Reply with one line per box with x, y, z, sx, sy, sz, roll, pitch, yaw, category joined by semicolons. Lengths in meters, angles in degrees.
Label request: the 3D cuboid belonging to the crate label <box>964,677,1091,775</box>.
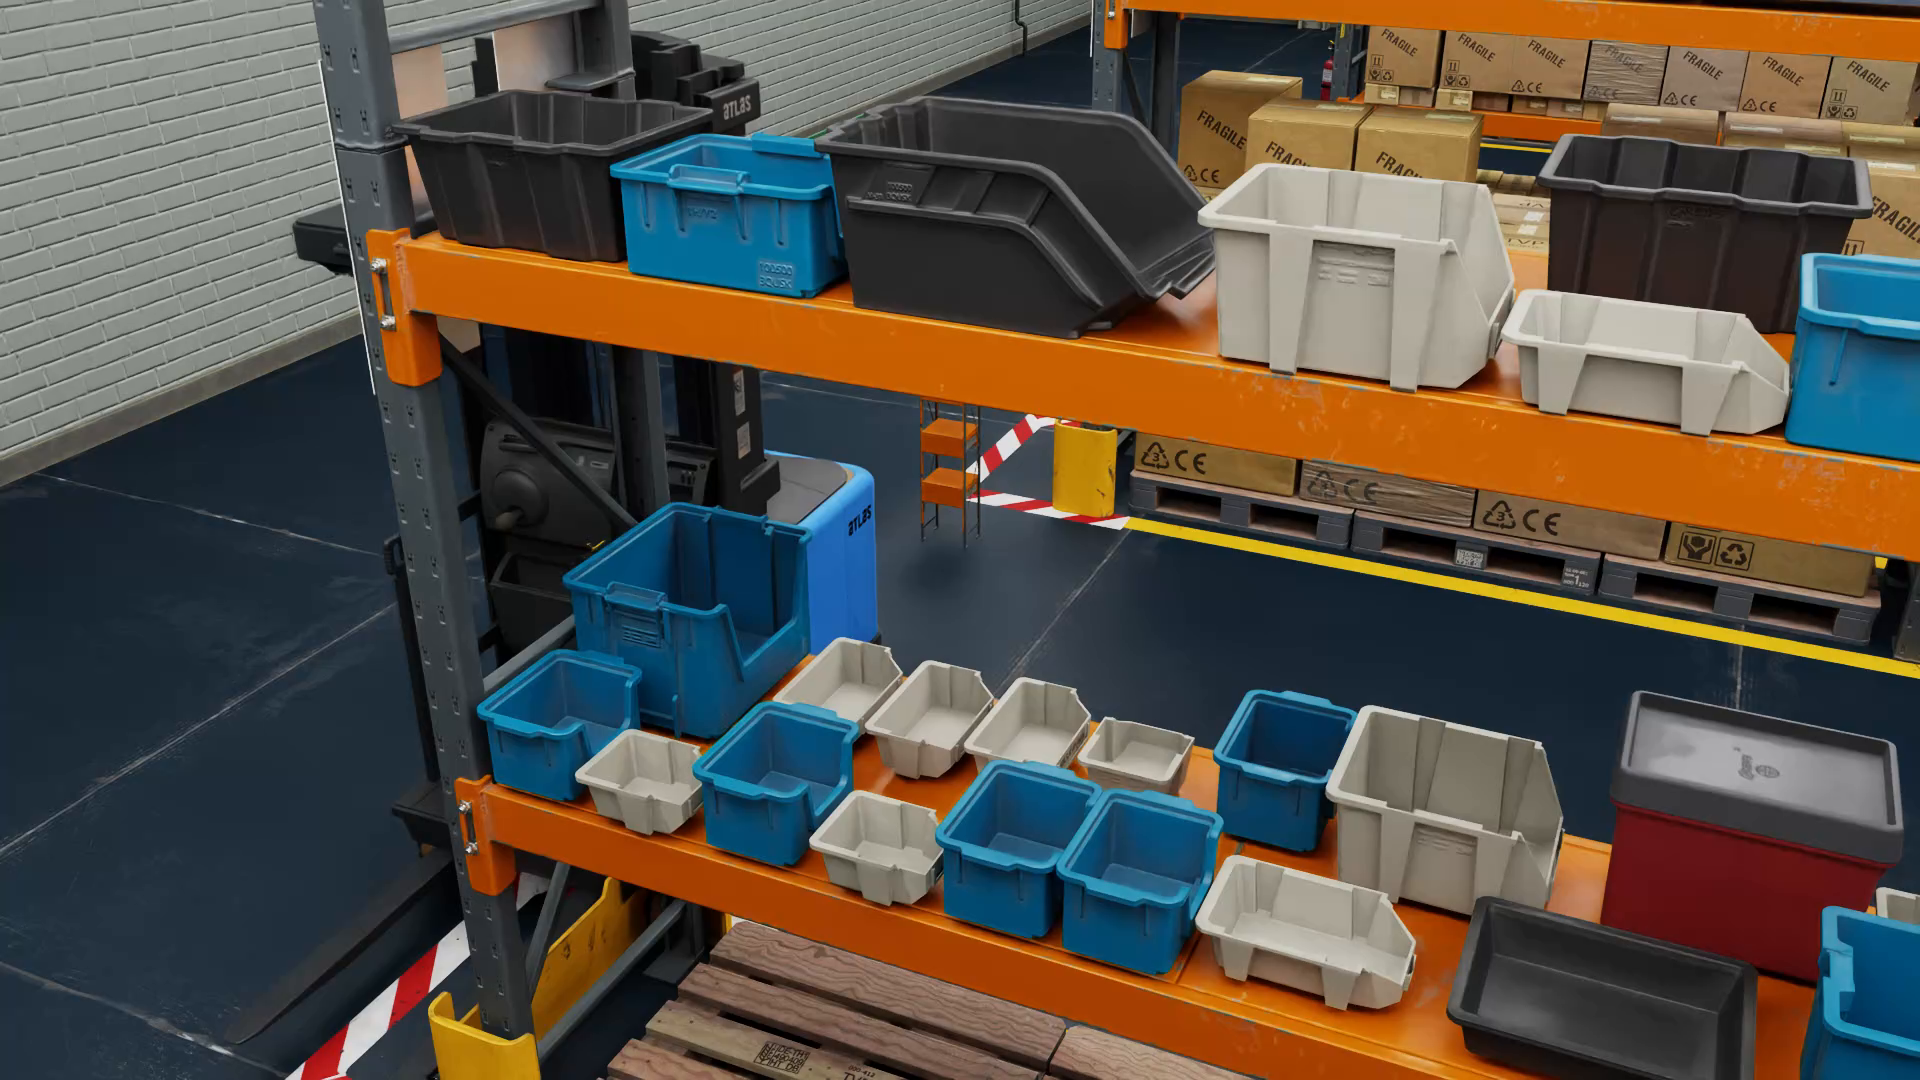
0.194;0.543;4.481;0.243;0.136;0.396;11;28;22;crate label

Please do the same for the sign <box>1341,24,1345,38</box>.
2.826;-3.862;12.218;0.005;0.325;0.100;11;28;22;sign

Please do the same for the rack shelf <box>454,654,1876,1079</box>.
0.676;0.964;4.210;4.000;0.370;1.077;11;28;22;rack shelf

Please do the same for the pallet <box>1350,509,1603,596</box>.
2.772;-0.126;8.768;1.213;0.211;1.003;11;28;22;pallet

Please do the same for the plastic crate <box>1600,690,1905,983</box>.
1.787;0.687;3.818;0.583;0.464;0.402;11;28;22;plastic crate

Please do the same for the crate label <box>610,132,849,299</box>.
-0.439;-0.705;3.558;0.502;0.251;0.408;11;28;22;crate label

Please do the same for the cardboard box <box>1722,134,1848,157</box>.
3.563;-1.457;7.297;0.500;0.500;0.500;12;29;22;cardboard box

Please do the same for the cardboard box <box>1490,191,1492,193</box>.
3.864;-2.536;12.584;0.250;0.149;0.380;11;28;22;cardboard box

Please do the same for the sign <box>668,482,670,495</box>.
-0.932;-0.022;5.213;0.005;0.325;0.100;11;28;22;sign

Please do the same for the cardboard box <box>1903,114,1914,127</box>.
6.335;-2.806;11.337;0.250;0.149;0.380;11;28;21;cardboard box

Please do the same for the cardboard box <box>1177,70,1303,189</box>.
1.458;-2.135;8.675;0.500;0.500;0.500;12;29;22;cardboard box

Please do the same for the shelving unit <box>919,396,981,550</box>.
-0.049;-0.481;8.538;0.252;1.050;0.215;11;28;22;shelving unit

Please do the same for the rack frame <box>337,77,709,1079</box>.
-1.145;0.276;4.794;0.127;3.000;1.000;11;28;22;rack frame

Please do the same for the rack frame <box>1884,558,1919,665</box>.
4.547;-0.984;7.354;0.127;3.000;1.000;11;28;22;rack frame

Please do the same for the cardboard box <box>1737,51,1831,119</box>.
5.662;-3.209;11.422;0.500;0.500;0.500;11;28;20;cardboard box

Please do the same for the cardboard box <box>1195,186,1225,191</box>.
1.456;-1.800;8.843;0.500;0.250;0.500;11;28;21;cardboard box

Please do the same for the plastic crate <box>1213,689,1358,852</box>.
0.831;0.596;4.265;0.300;0.233;0.416;11;28;22;plastic crate

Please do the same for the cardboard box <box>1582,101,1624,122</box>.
4.651;-3.123;11.982;0.250;0.149;0.380;12;29;24;cardboard box

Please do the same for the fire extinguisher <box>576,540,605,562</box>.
-1.094;0.267;5.321;0.183;0.674;0.296;11;28;22;fire extinguisher

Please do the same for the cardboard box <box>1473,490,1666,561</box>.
3.160;-0.537;8.375;0.875;0.875;0.875;11;28;22;cardboard box

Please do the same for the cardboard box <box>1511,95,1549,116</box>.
4.211;-3.236;12.210;0.250;0.149;0.380;11;28;21;cardboard box

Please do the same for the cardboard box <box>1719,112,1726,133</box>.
5.353;-2.977;11.684;0.250;0.149;0.380;10;28;20;cardboard box

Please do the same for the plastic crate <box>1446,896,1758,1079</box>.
1.366;1.007;3.552;0.590;0.125;0.437;11;28;22;plastic crate

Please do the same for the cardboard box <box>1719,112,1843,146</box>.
3.771;-1.671;7.731;0.500;0.500;0.500;11;28;22;cardboard box

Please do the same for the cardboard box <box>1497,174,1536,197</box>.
4.340;-2.735;12.988;0.250;0.149;0.380;10;28;20;cardboard box

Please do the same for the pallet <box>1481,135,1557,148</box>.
5.768;-4.335;17.315;1.213;0.211;1.003;11;28;22;pallet

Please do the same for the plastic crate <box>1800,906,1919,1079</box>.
1.930;1.039;3.194;0.575;0.384;0.392;11;28;22;plastic crate

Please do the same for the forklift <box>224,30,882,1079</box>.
-1.378;-0.136;5.709;1.130;2.935;3.031;10;28;20;forklift

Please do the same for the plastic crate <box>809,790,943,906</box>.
-0.181;0.761;4.040;0.298;0.136;0.250;11;28;22;plastic crate

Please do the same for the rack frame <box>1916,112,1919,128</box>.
6.692;-2.960;11.367;0.127;3.000;1.000;11;28;22;rack frame

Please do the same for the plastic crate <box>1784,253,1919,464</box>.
1.536;-0.302;2.760;0.300;0.233;0.416;11;28;22;plastic crate

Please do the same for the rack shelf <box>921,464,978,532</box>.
-0.049;-0.222;8.665;0.240;0.259;0.215;11;28;22;rack shelf

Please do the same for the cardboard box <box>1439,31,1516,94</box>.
3.843;-3.589;12.194;0.500;0.500;0.500;11;28;22;cardboard box

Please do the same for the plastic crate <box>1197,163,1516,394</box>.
0.745;-0.488;3.083;0.530;0.282;0.437;11;28;22;plastic crate

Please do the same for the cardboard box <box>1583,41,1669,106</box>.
4.750;-3.404;11.818;0.500;0.500;0.500;11;28;20;cardboard box

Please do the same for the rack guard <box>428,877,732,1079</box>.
-1.172;1.398;5.345;0.348;0.500;1.175;11;28;22;rack guard

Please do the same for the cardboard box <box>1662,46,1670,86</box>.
4.948;-3.611;12.238;0.500;0.500;0.500;13;29;24;cardboard box

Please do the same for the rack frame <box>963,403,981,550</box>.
0.062;-0.458;8.493;0.008;1.050;0.200;11;28;22;rack frame

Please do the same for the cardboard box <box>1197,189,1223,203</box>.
1.231;-1.586;8.408;0.500;0.250;0.500;11;28;20;cardboard box

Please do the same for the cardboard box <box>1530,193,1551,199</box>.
4.373;-2.469;12.448;0.250;0.149;0.380;13;29;24;cardboard box

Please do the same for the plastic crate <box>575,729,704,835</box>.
-0.799;0.637;4.292;0.298;0.136;0.250;11;28;22;plastic crate

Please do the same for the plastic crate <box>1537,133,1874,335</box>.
1.479;-0.617;3.360;0.590;0.269;0.497;11;28;22;plastic crate

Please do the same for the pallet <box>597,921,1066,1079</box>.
-0.410;1.693;5.072;1.213;0.211;1.003;11;28;22;pallet

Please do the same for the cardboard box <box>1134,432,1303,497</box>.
1.521;-0.866;9.043;0.875;0.875;0.875;11;28;22;cardboard box

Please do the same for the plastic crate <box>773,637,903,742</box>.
-0.328;0.443;4.684;0.243;0.136;0.396;11;28;22;plastic crate

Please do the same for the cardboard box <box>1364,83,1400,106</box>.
3.210;-3.388;12.520;0.250;0.149;0.380;11;28;21;cardboard box

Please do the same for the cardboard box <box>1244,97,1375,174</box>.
1.686;-1.831;8.057;0.500;0.500;0.500;11;28;21;cardboard box

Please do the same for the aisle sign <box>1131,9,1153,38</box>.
0.964;-3.016;8.537;0.004;0.787;0.394;11;28;22;aisle sign

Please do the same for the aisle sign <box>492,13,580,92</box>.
-1.089;-1.022;4.486;0.004;0.787;0.394;11;28;22;aisle sign

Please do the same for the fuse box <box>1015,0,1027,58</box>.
0.867;-6.962;20.954;0.414;1.711;0.539;11;28;22;fuse box

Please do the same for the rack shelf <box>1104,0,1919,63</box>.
2.726;-2.373;7.593;4.000;0.370;1.077;11;28;22;rack shelf

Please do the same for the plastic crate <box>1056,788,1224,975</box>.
0.415;0.797;3.857;0.300;0.233;0.416;11;28;22;plastic crate

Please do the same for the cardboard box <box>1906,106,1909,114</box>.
6.569;-3.031;11.795;0.250;0.149;0.380;12;29;24;cardboard box

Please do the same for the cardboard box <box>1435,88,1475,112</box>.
3.681;-3.287;12.316;0.250;0.149;0.380;11;28;20;cardboard box
